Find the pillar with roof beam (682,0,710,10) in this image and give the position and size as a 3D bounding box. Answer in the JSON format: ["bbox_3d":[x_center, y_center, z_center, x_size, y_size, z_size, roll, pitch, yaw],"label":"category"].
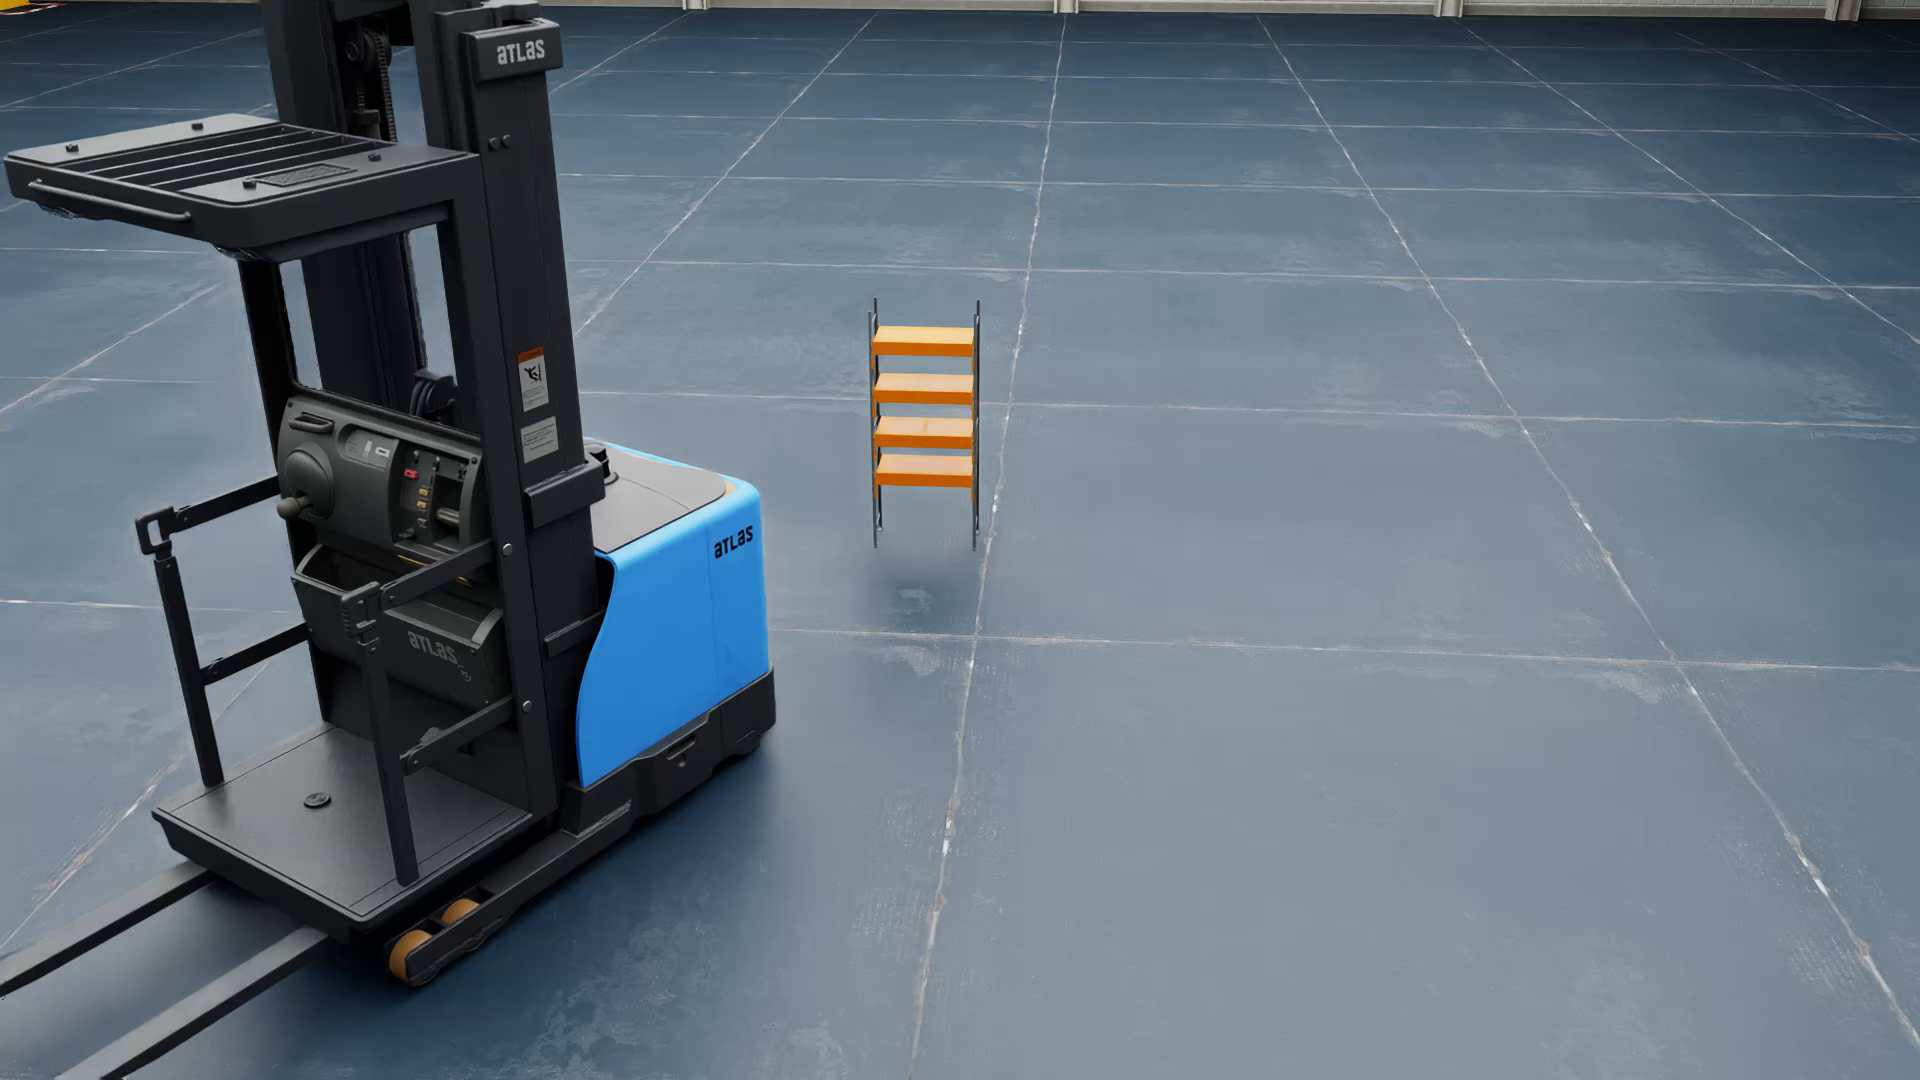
[{"bbox_3d":[-4.611,-10.945,21.270,0.400,9.000,9.100,2,25,4],"label":"pillar with roof beam"}]

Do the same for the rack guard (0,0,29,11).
[{"bbox_3d":[-15.597,-8.863,26.914,0.348,0.500,1.175,2,25,4],"label":"rack guard"}]

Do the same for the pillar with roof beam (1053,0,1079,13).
[{"bbox_3d":[1.371,-10.753,20.853,0.400,9.000,9.100,2,25,4],"label":"pillar with roof beam"}]

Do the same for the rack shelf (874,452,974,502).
[{"bbox_3d":[-0.165,-0.309,8.122,0.480,0.148,0.258,2,25,4],"label":"rack shelf"}]

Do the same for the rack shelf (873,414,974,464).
[{"bbox_3d":[-0.165,-0.489,8.039,0.480,0.148,0.258,2,25,4],"label":"rack shelf"}]

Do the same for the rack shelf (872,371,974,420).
[{"bbox_3d":[-0.165,-0.692,7.945,0.480,0.148,0.258,2,25,4],"label":"rack shelf"}]

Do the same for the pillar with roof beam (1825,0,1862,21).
[{"bbox_3d":[13.336,-10.369,20.018,0.400,9.000,9.100,2,25,4],"label":"pillar with roof beam"}]

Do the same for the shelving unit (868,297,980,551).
[{"bbox_3d":[-0.165,-0.550,8.011,0.503,1.200,0.258,2,25,4],"label":"shelving unit"}]

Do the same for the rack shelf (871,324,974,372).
[{"bbox_3d":[-0.165,-0.907,7.846,0.480,0.148,0.258,2,25,4],"label":"rack shelf"}]

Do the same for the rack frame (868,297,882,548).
[{"bbox_3d":[-0.408,-0.558,8.028,0.015,1.200,0.240,2,25,4],"label":"rack frame"}]

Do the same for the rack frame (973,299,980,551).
[{"bbox_3d":[0.078,-0.543,7.994,0.015,1.200,0.240,2,25,4],"label":"rack frame"}]

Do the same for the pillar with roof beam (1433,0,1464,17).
[{"bbox_3d":[7.353,-10.561,20.436,0.400,9.000,9.100,2,25,4],"label":"pillar with roof beam"}]

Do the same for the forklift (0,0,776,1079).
[{"bbox_3d":[-1.959,-0.163,5.097,1.130,2.935,3.031,16,29,30],"label":"forklift"}]
